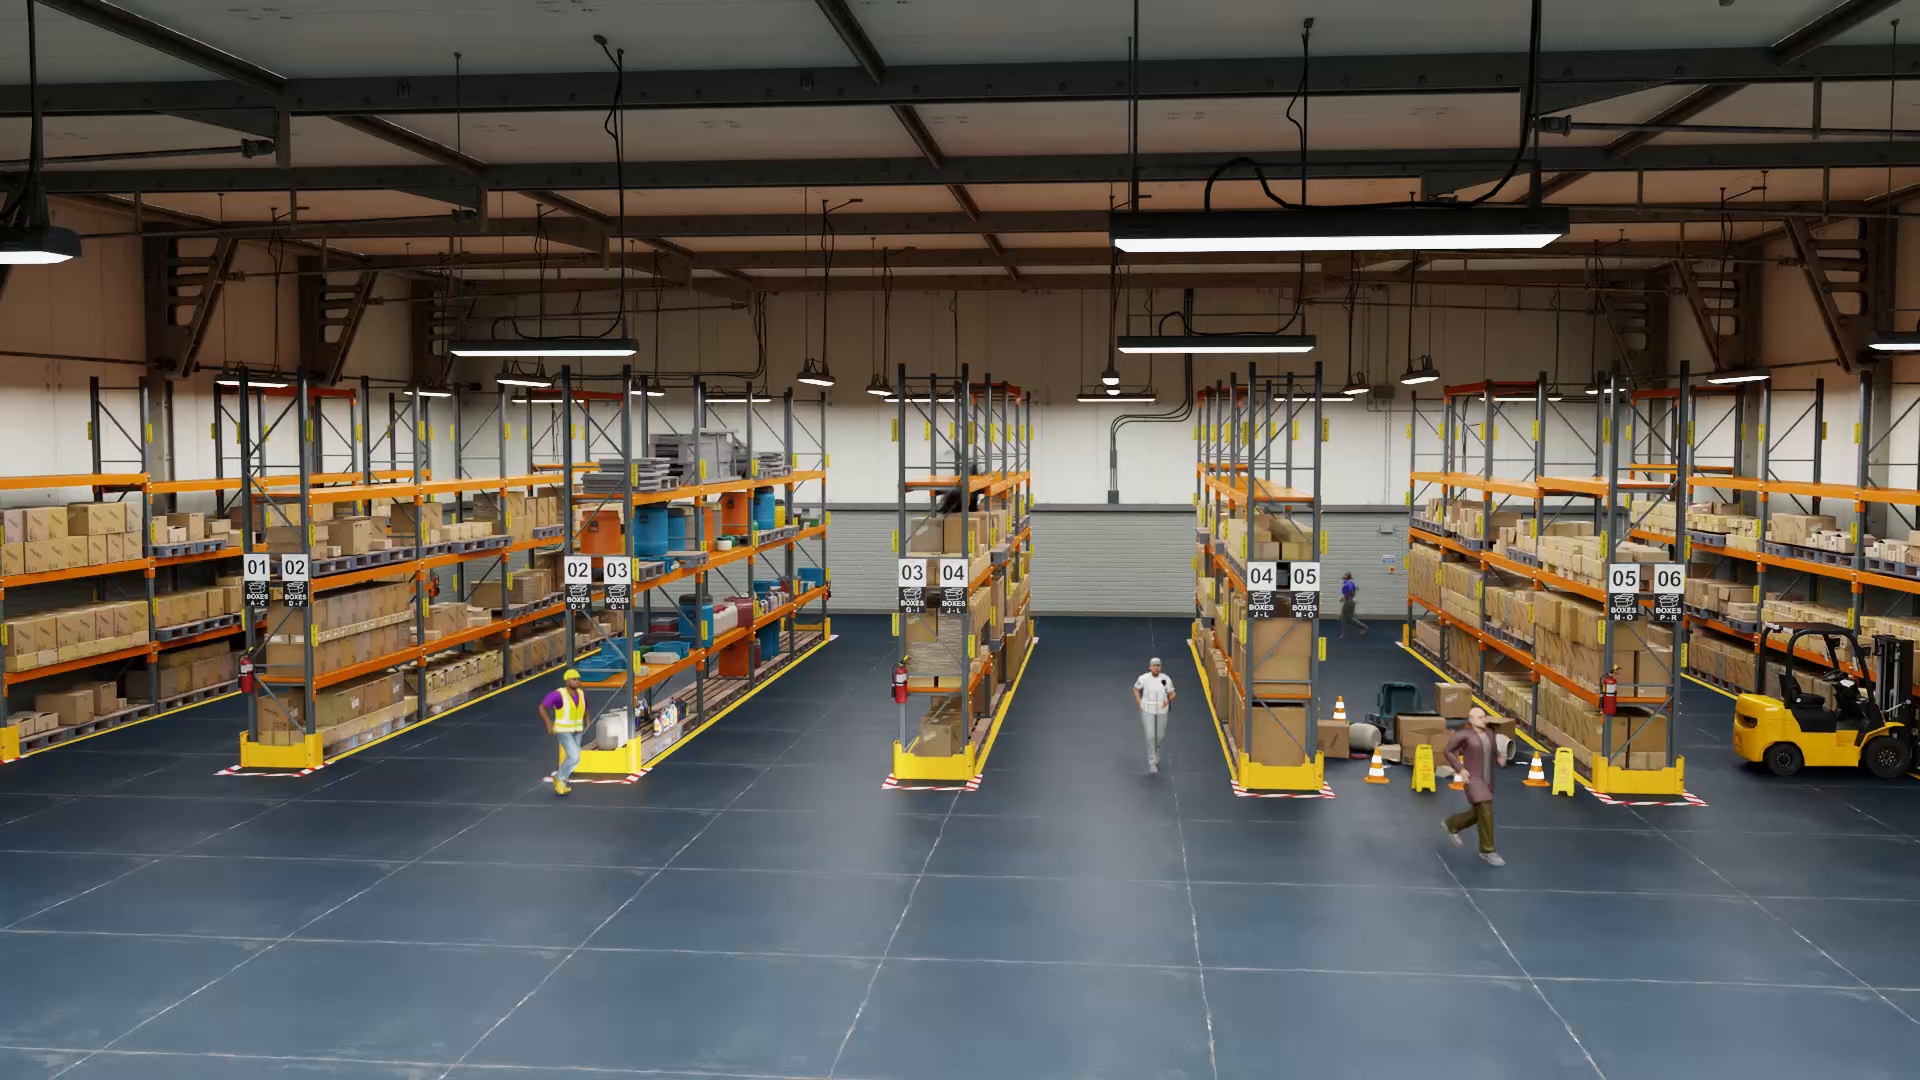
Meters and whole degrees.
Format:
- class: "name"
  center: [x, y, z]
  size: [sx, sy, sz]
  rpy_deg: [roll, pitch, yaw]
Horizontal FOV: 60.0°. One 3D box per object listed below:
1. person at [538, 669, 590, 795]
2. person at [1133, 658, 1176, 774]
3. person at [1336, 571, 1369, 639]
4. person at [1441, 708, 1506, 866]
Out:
- class: "person"
  center: [-5.405, 2.654, 23.031]
  size: [0.581, 1.730, 0.706]
  rpy_deg: [3, 5, 37]
- class: "person"
  center: [2.907, 2.587, 24.795]
  size: [0.615, 1.684, 0.825]
  rpy_deg: [0, 4, -3]
- class: "person"
  center: [9.542, 1.599, 40.407]
  size: [0.775, 1.680, 0.585]
  rpy_deg: [1, 4, 15]
- class: "person"
  center: [6.080, 2.859, 19.607]
  size: [0.695, 1.790, 0.965]
  rpy_deg: [-2, 4, -31]
